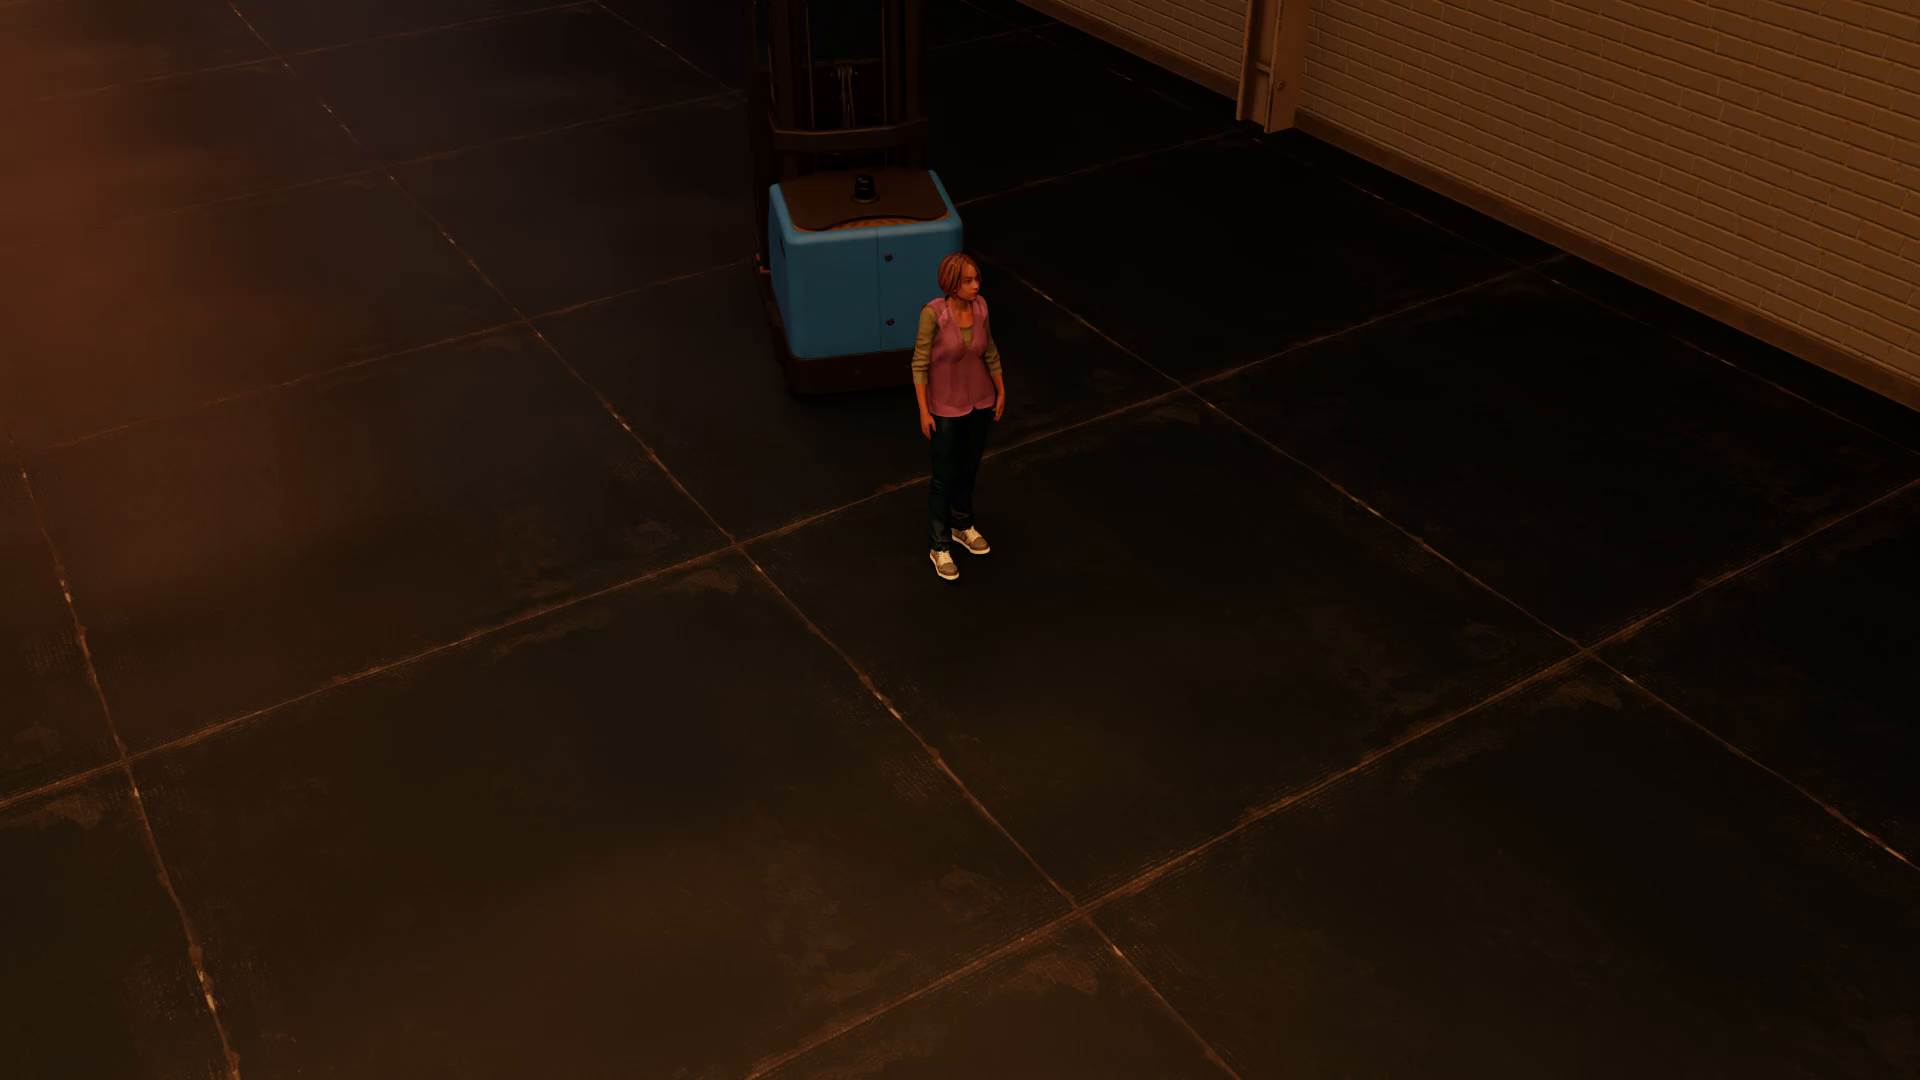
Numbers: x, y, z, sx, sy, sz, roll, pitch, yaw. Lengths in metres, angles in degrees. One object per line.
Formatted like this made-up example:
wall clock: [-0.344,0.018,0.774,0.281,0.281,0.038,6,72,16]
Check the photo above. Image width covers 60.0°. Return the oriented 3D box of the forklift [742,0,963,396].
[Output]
forklift: [-0.789,-2.892,10.263,1.130,2.935,3.031,-7,36,-10]

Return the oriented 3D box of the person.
person: [0.029,-0.619,8.177,0.521,1.599,0.473,-21,40,-27]
